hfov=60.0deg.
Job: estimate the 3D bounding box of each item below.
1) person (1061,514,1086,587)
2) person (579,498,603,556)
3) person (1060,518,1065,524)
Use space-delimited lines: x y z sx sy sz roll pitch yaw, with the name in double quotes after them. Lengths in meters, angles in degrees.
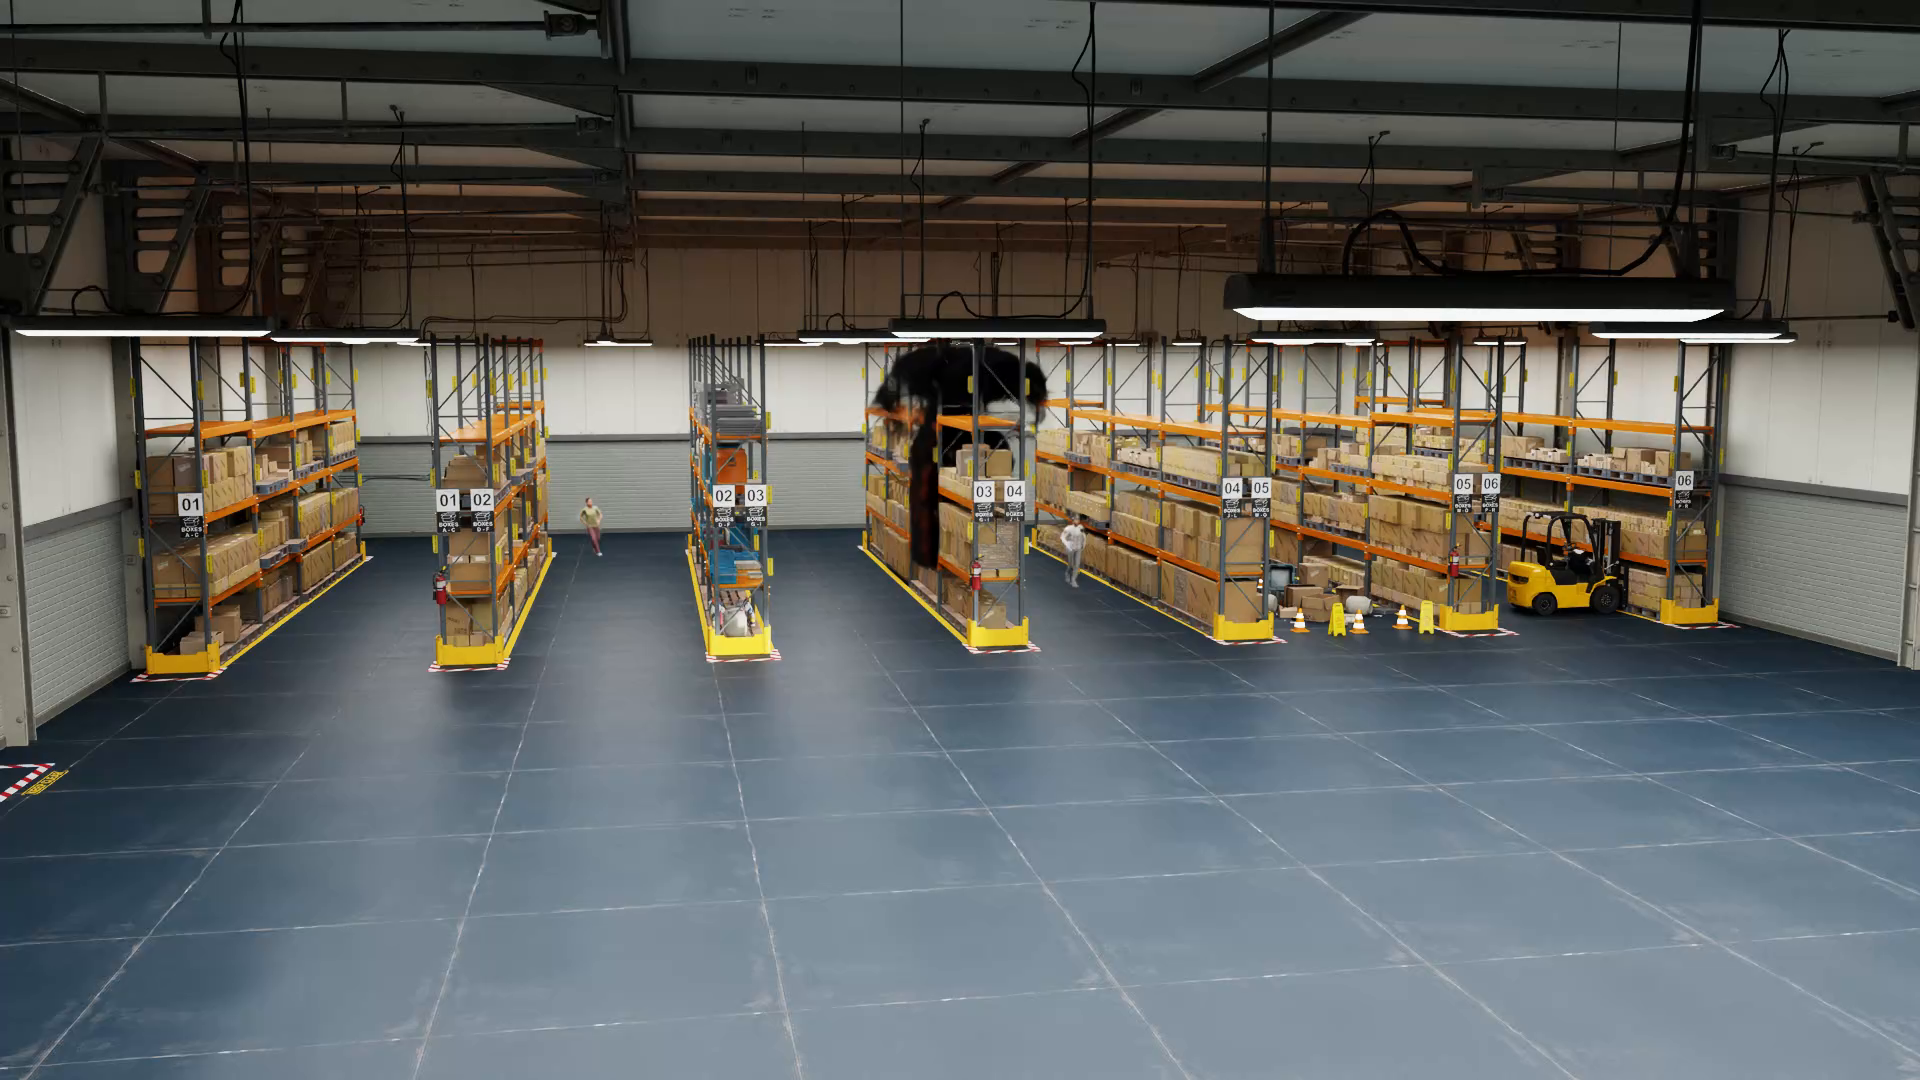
2.643 0.217 38.419 0.644 1.685 0.658 -2 7 -19 "person"
-10.264 -0.366 46.261 0.621 1.608 0.686 -3 7 -24 "person"
3.327 -0.812 49.989 0.626 1.609 0.573 -2 7 -15 "person"
